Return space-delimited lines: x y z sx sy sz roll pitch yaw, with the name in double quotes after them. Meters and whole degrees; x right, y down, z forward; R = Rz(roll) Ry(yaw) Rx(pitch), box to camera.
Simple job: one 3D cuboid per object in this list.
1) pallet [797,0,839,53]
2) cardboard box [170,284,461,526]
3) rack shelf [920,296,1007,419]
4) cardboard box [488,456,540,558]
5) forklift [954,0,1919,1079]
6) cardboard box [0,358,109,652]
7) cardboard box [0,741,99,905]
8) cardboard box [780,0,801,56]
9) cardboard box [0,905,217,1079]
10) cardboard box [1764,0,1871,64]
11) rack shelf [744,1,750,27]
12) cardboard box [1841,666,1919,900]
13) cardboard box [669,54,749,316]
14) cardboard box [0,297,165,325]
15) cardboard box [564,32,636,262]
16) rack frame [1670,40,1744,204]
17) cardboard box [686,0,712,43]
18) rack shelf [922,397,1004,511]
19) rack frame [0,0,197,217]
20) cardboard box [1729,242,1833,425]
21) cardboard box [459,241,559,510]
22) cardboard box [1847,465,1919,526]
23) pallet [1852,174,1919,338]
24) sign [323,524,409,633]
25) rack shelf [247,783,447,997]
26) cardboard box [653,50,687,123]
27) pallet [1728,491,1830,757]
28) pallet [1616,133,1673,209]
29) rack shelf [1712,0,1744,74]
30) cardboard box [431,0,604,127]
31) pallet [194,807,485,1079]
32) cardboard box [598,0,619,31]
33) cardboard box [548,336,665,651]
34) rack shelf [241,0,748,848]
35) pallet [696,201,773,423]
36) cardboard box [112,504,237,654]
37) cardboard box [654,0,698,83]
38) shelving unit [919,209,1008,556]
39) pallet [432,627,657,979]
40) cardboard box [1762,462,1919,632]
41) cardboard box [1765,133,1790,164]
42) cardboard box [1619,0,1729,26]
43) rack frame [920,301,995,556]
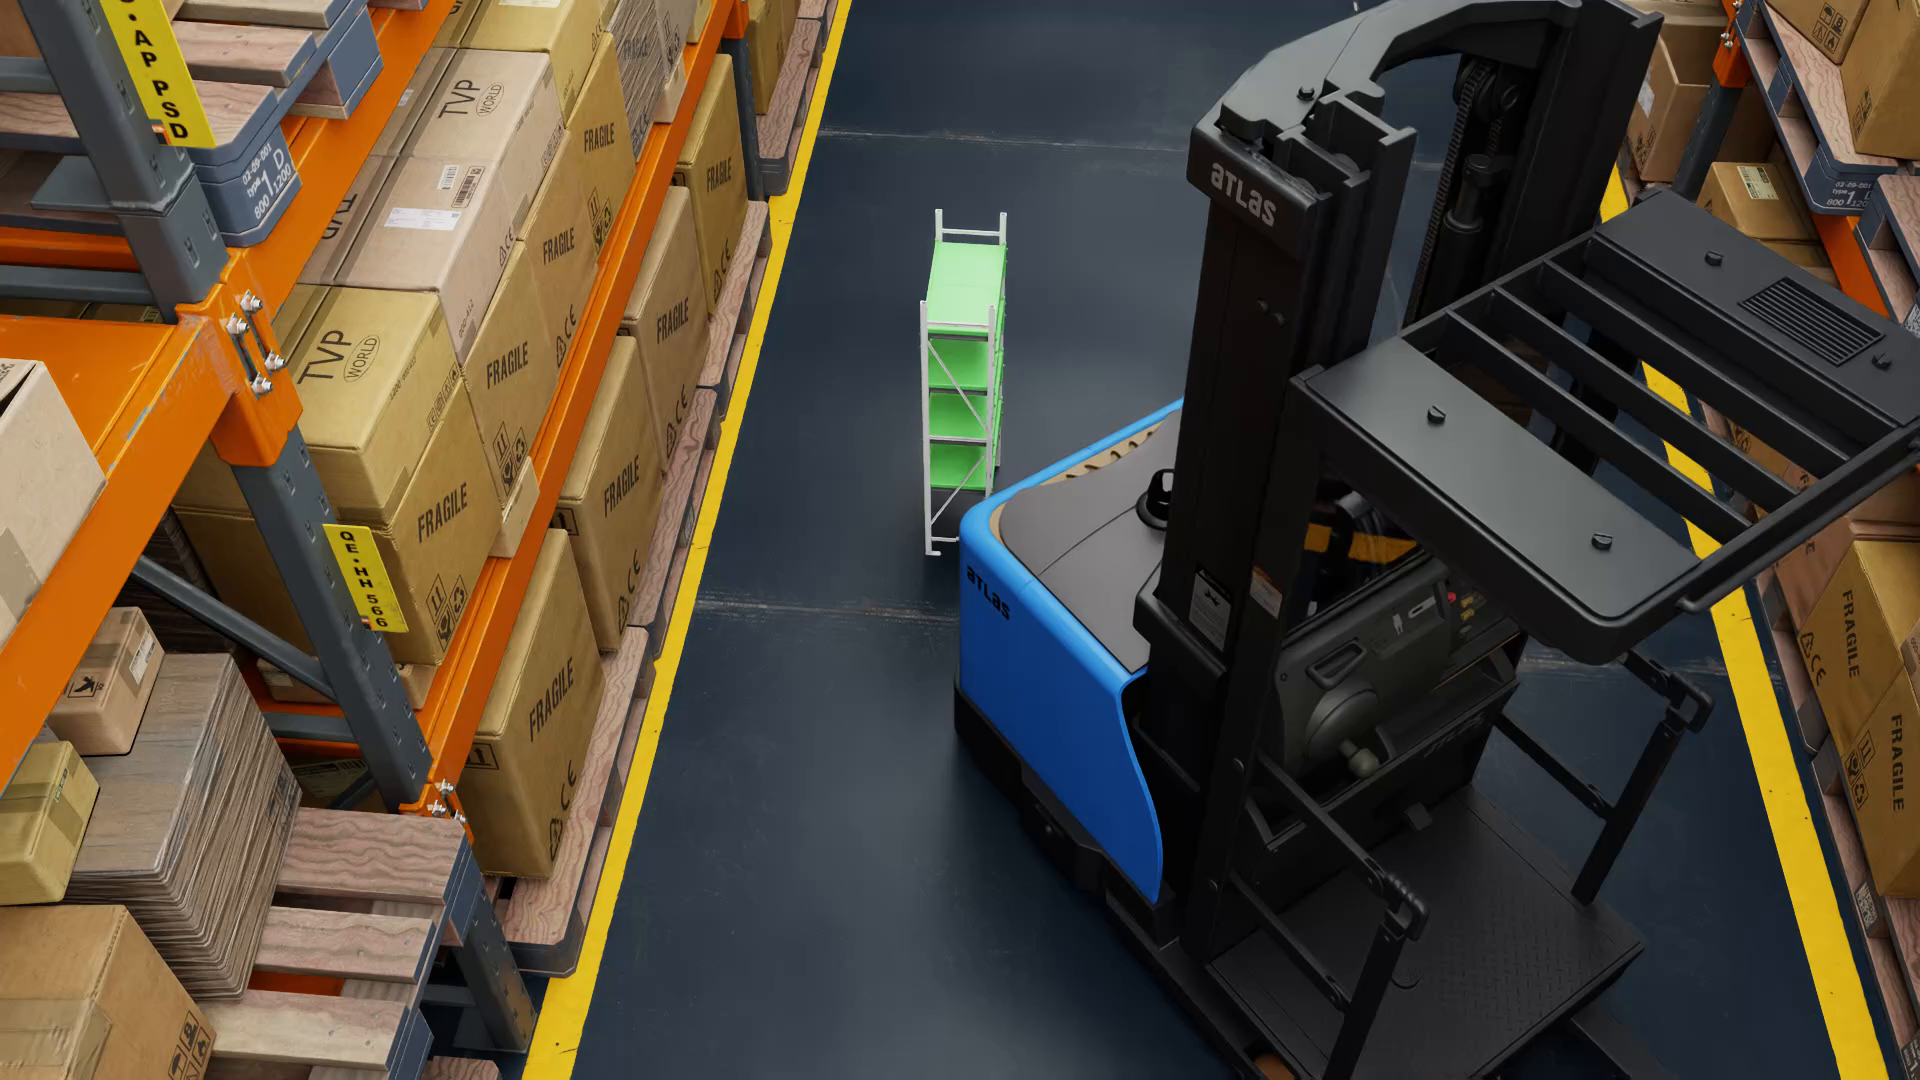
-1.140 -3.034 8.882 1.003 0.211 1.213 4 48 4 "pallet"
-1.460 -0.315 3.714 0.500 0.250 0.500 5 48 4 "cardboard box"
0.015 -0.645 5.789 0.258 0.148 0.480 4 48 4 "rack shelf"
-1.360 -0.106 4.471 0.380 0.149 0.250 5 48 5 "cardboard box"
1.243 0.340 3.953 1.130 2.935 3.031 -28 53 -23 "forklift"
-1.557 -0.025 2.254 0.500 0.311 0.500 4 48 4 "cardboard box"
-1.777 0.509 2.947 0.380 0.149 0.250 -3 48 -3 "cardboard box"
-1.177 -2.732 8.126 0.700 0.500 0.500 3 48 3 "cardboard box"
-1.817 0.993 2.943 0.700 0.500 0.500 0 48 0 "cardboard box"
3.271 -2.035 5.726 0.700 0.500 0.500 -11 48 -10 "cardboard box"
-1.214 -3.749 8.134 1.077 0.370 4.000 4 48 4 "rack shelf"
3.024 0.739 4.937 0.500 0.500 0.500 6 48 5 "cardboard box"
-1.326 -1.452 6.718 0.750 0.750 0.750 4 48 4 "cardboard box"
-1.978 -0.328 3.726 0.500 0.250 0.500 5 48 5 "cardboard box"
-1.318 -1.196 5.028 0.500 0.500 0.500 5 48 5 "cardboard box"
3.537 -2.192 6.222 1.000 3.000 0.127 4 48 4 "rack frame"
-1.144 -1.990 6.194 0.380 0.149 0.250 5 48 4 "cardboard box"
0.015 -0.321 6.143 0.258 0.148 0.480 4 48 4 "rack shelf"
-1.761 -1.608 1.622 1.000 3.000 0.127 4 48 4 "rack frame"
3.213 -0.765 6.313 0.500 0.500 0.500 4 48 4 "cardboard box"
-1.404 -0.448 4.344 0.500 0.500 0.500 5 48 5 "cardboard box"
3.114 -0.308 5.386 0.500 0.250 0.500 3 48 3 "cardboard box"
3.345 -0.617 4.912 1.003 0.211 1.213 4 48 4 "pallet"
-1.219 0.082 3.411 0.100 0.325 0.005 4 48 4 "sign"
-1.943 2.129 2.757 1.077 0.370 4.000 4 48 4 "rack shelf"
-1.178 -1.605 5.842 0.380 0.149 0.250 4 48 4 "cardboard box"
3.392 0.248 5.880 1.003 0.211 1.213 4 48 4 "pallet"
3.601 -1.756 7.713 1.003 0.211 1.213 4 48 4 "pallet"
3.720 -3.419 7.832 1.077 0.370 4.000 4 48 4 "rack shelf"
-1.332 -1.432 4.736 0.500 0.250 0.500 3 48 3 "cardboard box"
-1.719 1.012 3.421 1.213 0.211 1.003 4 48 4 "pallet"
-1.287 -1.806 5.078 0.500 0.250 0.500 5 48 4 "cardboard box"
-1.477 -0.174 5.549 0.750 0.750 0.750 4 48 3 "cardboard box"
-1.578 -0.810 5.446 1.077 0.370 4.000 4 48 4 "rack shelf"
-1.391 -1.009 7.030 1.003 0.211 1.213 4 48 4 "pallet"
-1.980 -0.089 4.016 0.500 0.500 0.500 4 48 4 "cardboard box"
-1.224 -1.932 5.701 0.500 0.500 0.500 4 48 4 "cardboard box"
0.015 -0.527 5.918 0.258 1.200 0.503 4 48 4 "shelving unit"
-1.614 0.784 5.390 1.003 0.211 1.213 4 48 4 "pallet"
3.113 -0.027 5.638 0.500 0.500 0.500 2 48 2 "cardboard box"
3.791 -1.727 7.321 0.500 0.311 0.500 4 48 4 "cardboard box"
3.375 -2.422 7.957 0.500 0.311 0.500 4 48 4 "cardboard box"
-0.007 -0.347 5.755 0.240 1.200 0.015 4 48 4 "rack frame"
